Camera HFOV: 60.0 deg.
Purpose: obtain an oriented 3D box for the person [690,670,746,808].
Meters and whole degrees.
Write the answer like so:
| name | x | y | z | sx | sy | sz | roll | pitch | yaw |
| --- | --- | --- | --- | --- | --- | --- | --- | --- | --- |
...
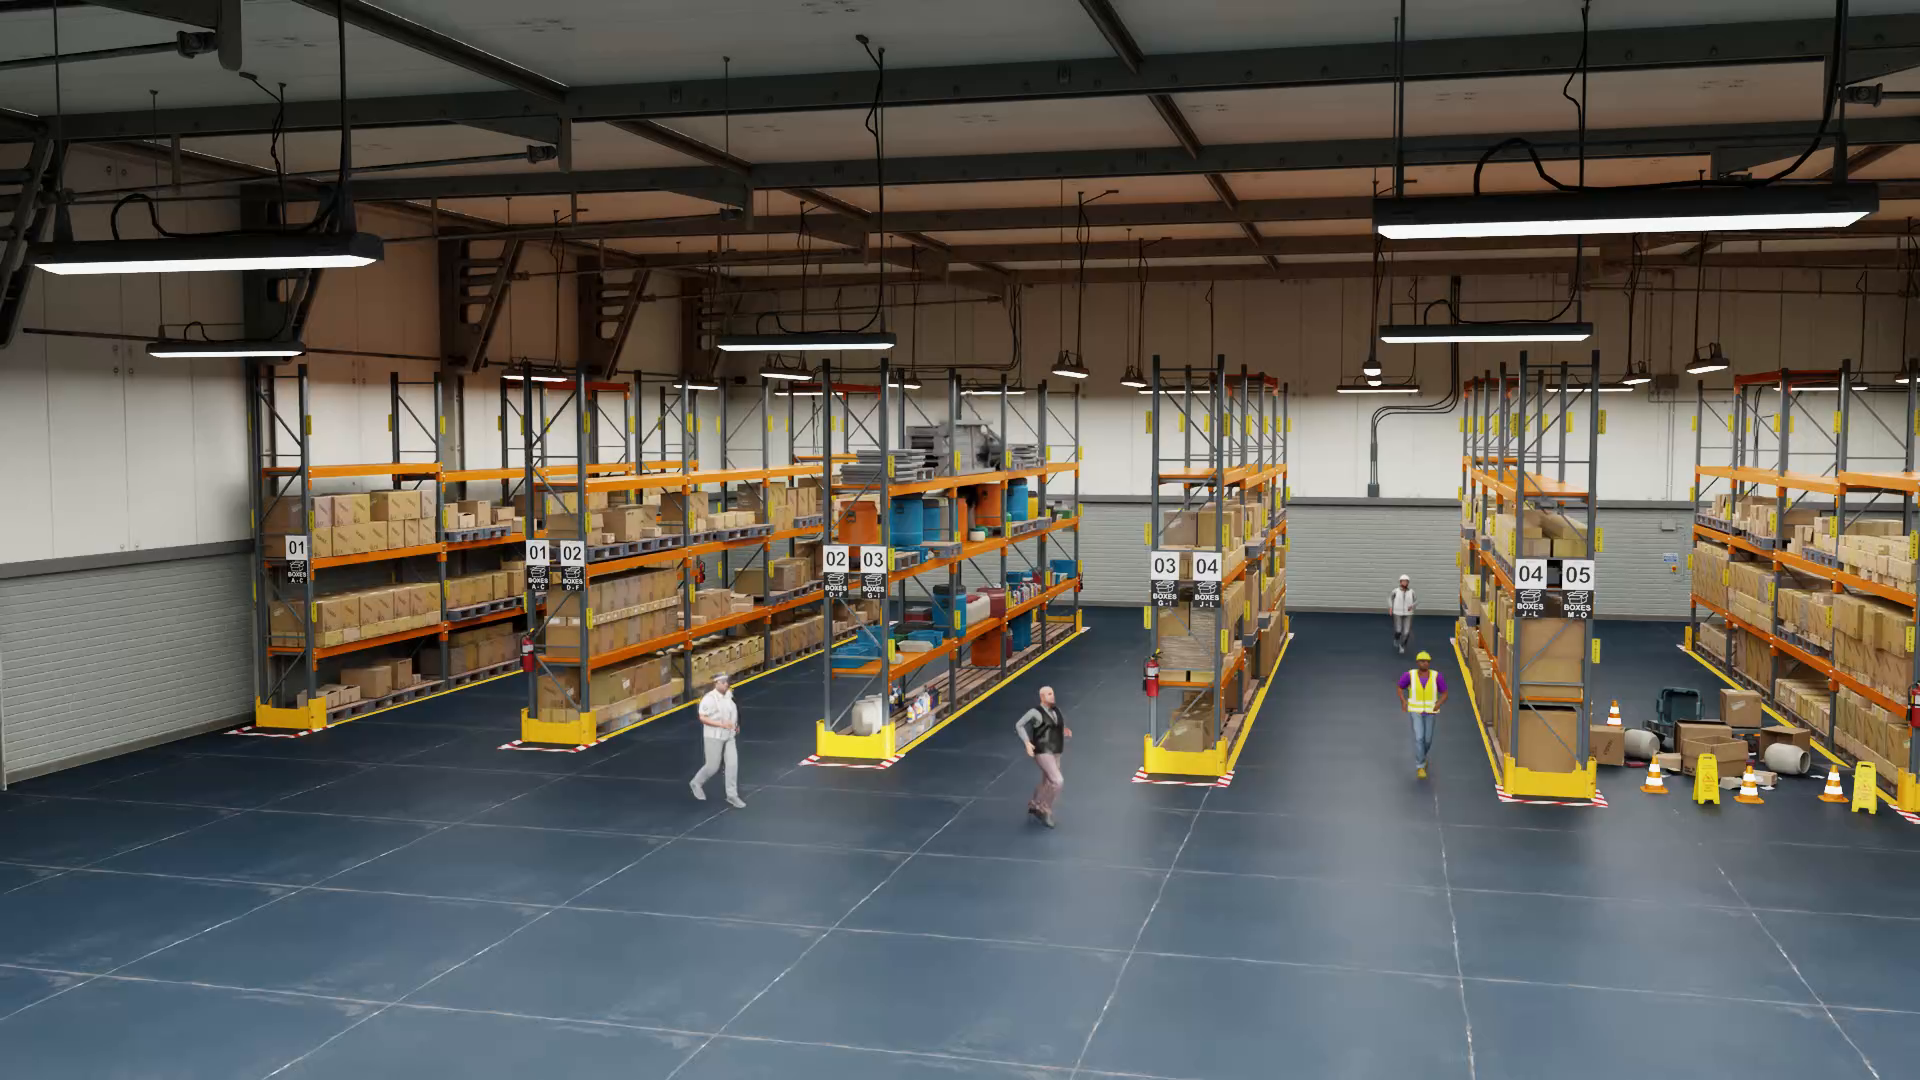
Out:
| name | x | y | z | sx | sy | sz | roll | pitch | yaw |
| --- | --- | --- | --- | --- | --- | --- | --- | --- | --- |
| person | -3.186 | 2.606 | 21.949 | 0.867 | 1.806 | 0.686 | 3 | 5 | 38 |

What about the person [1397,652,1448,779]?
| name | x | y | z | sx | sy | sz | roll | pitch | yaw |
| --- | --- | --- | --- | --- | --- | --- | --- | --- | --- |
| person | 6.649 | 2.480 | 23.897 | 0.706 | 1.772 | 0.886 | 1 | 4 | 8 |

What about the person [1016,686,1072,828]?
| name | x | y | z | sx | sy | sz | roll | pitch | yaw |
| --- | --- | --- | --- | --- | --- | --- | --- | --- | --- |
| person | 1.100 | 2.712 | 20.829 | 0.729 | 1.756 | 0.627 | 3 | 5 | 41 |

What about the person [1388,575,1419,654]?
| name | x | y | z | sx | sy | sz | roll | pitch | yaw |
| --- | --- | --- | --- | --- | --- | --- | --- | --- | --- |
| person | 9.718 | 1.629 | 36.460 | 0.654 | 1.731 | 0.578 | 1 | 4 | 11 |
